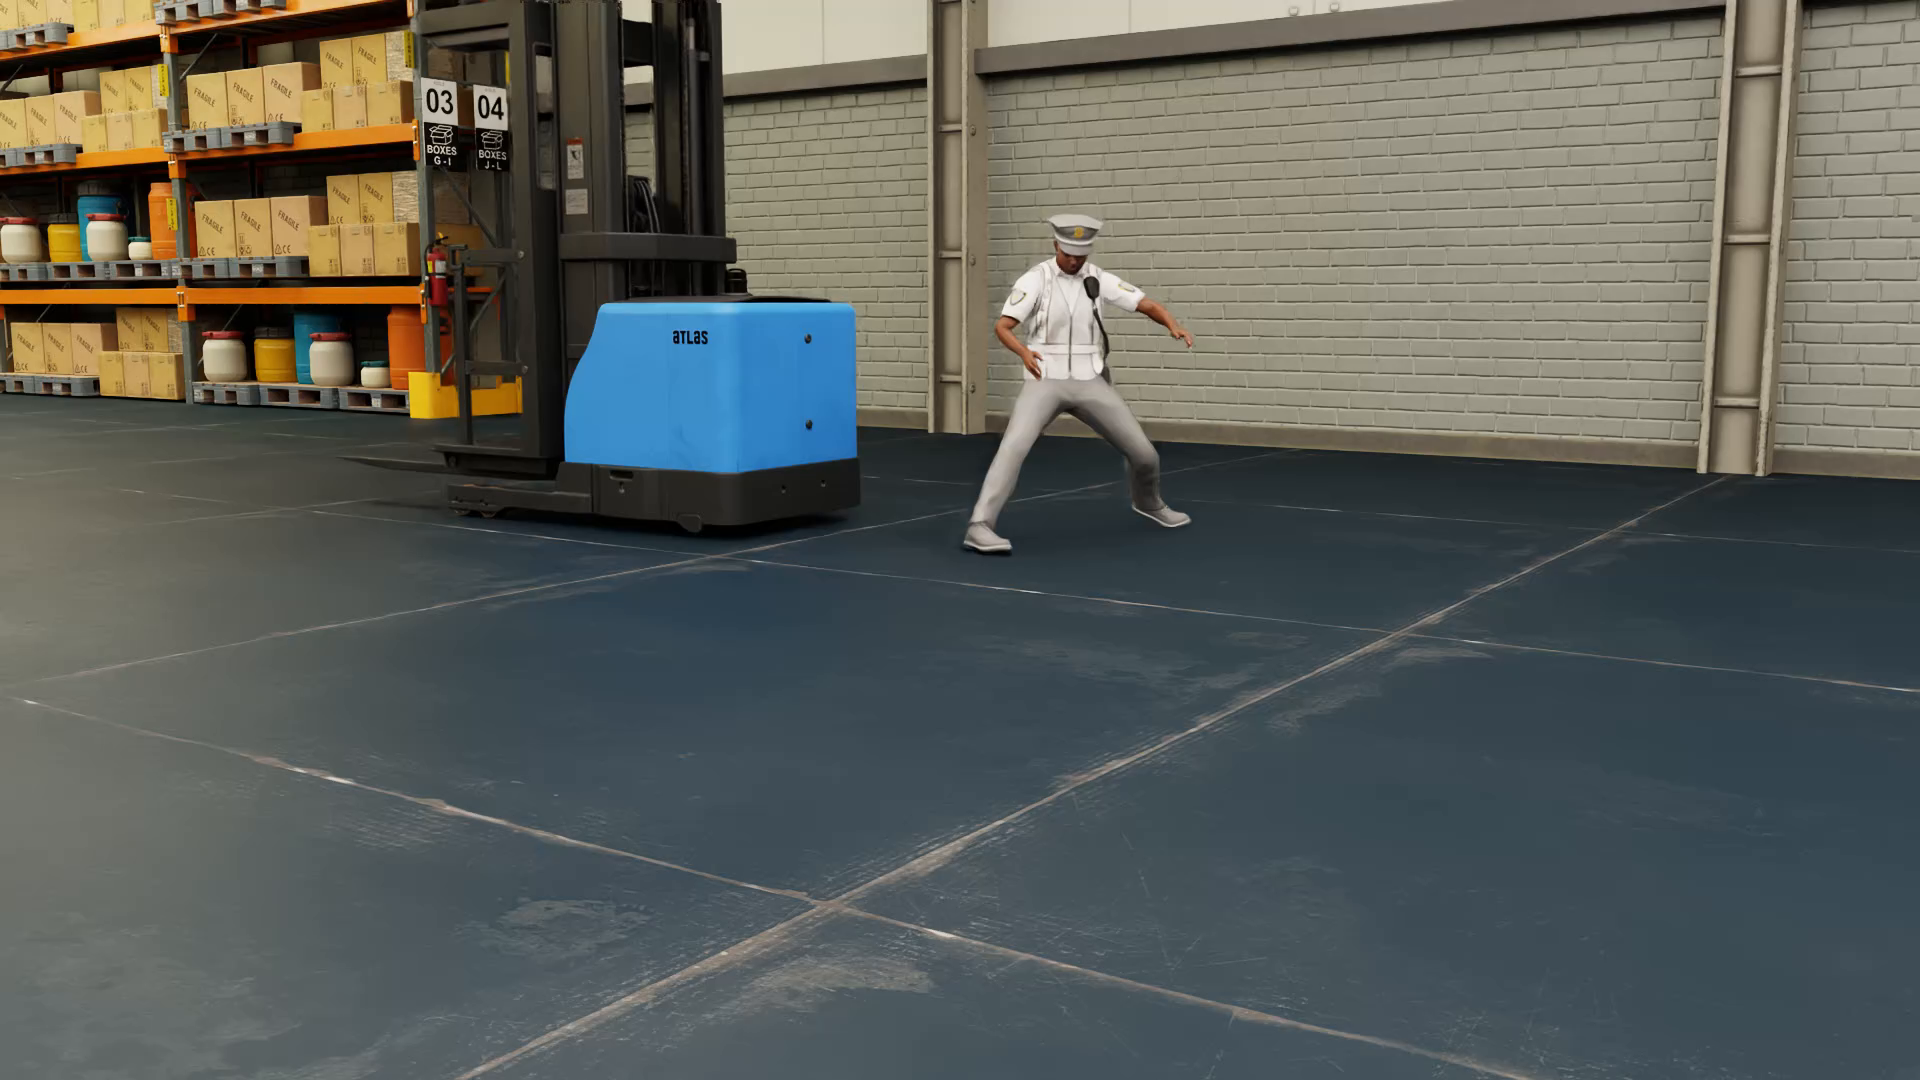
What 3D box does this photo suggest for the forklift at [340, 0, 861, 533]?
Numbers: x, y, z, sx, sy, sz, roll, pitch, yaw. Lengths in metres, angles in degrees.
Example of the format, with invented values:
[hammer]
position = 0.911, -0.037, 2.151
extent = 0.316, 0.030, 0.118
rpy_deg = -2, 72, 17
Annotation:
[forklift]
position = -2.013, -1.616, 8.558
extent = 3.031, 2.935, 1.130
rpy_deg = 5, 10, 33

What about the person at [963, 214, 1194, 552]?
[person]
position = 0.572, -0.727, 7.510
extent = 1.204, 1.473, 0.878
rpy_deg = -1, 8, -10
